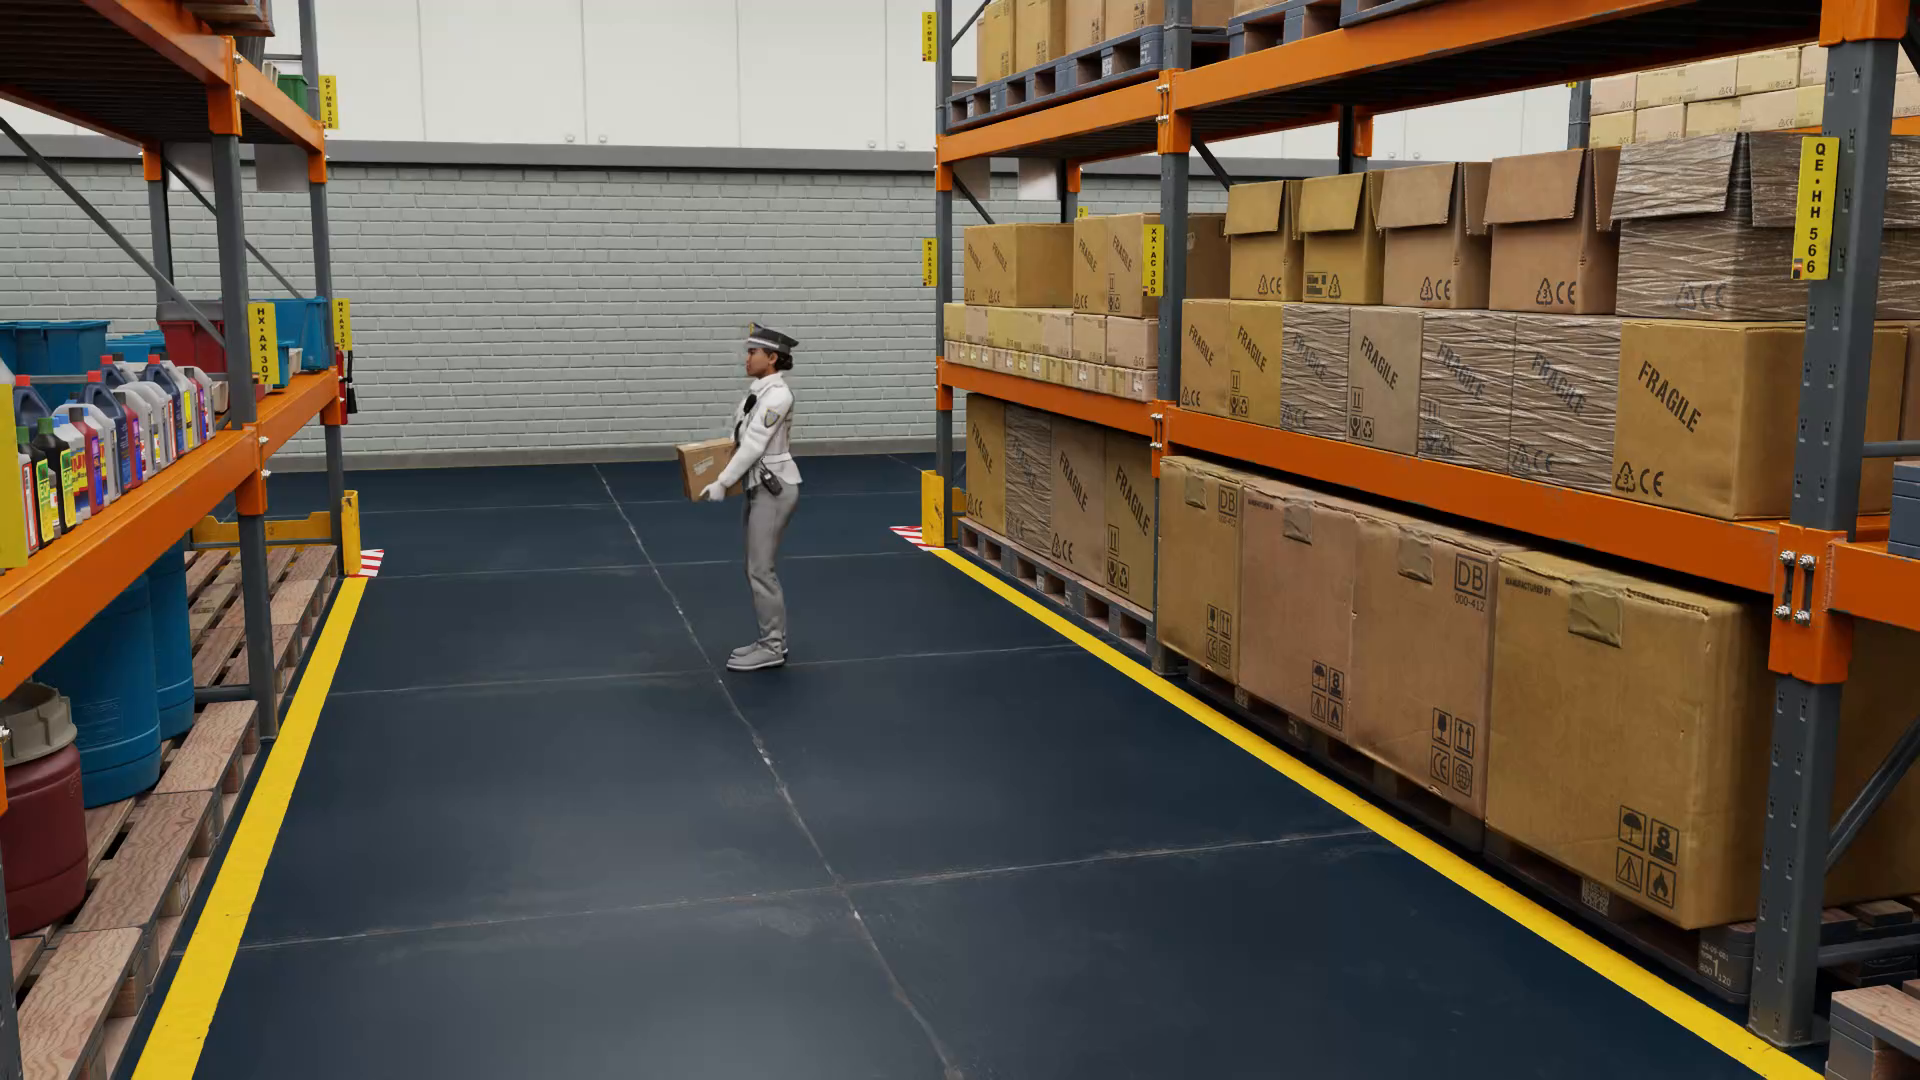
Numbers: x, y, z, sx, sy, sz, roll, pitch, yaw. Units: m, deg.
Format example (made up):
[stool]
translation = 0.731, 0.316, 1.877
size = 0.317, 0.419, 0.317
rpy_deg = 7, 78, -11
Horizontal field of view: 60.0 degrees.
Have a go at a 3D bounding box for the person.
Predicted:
[person]
translation = -1.033, -0.215, 8.122
size = 0.515, 1.691, 0.434
rpy_deg = -3, 10, -17
